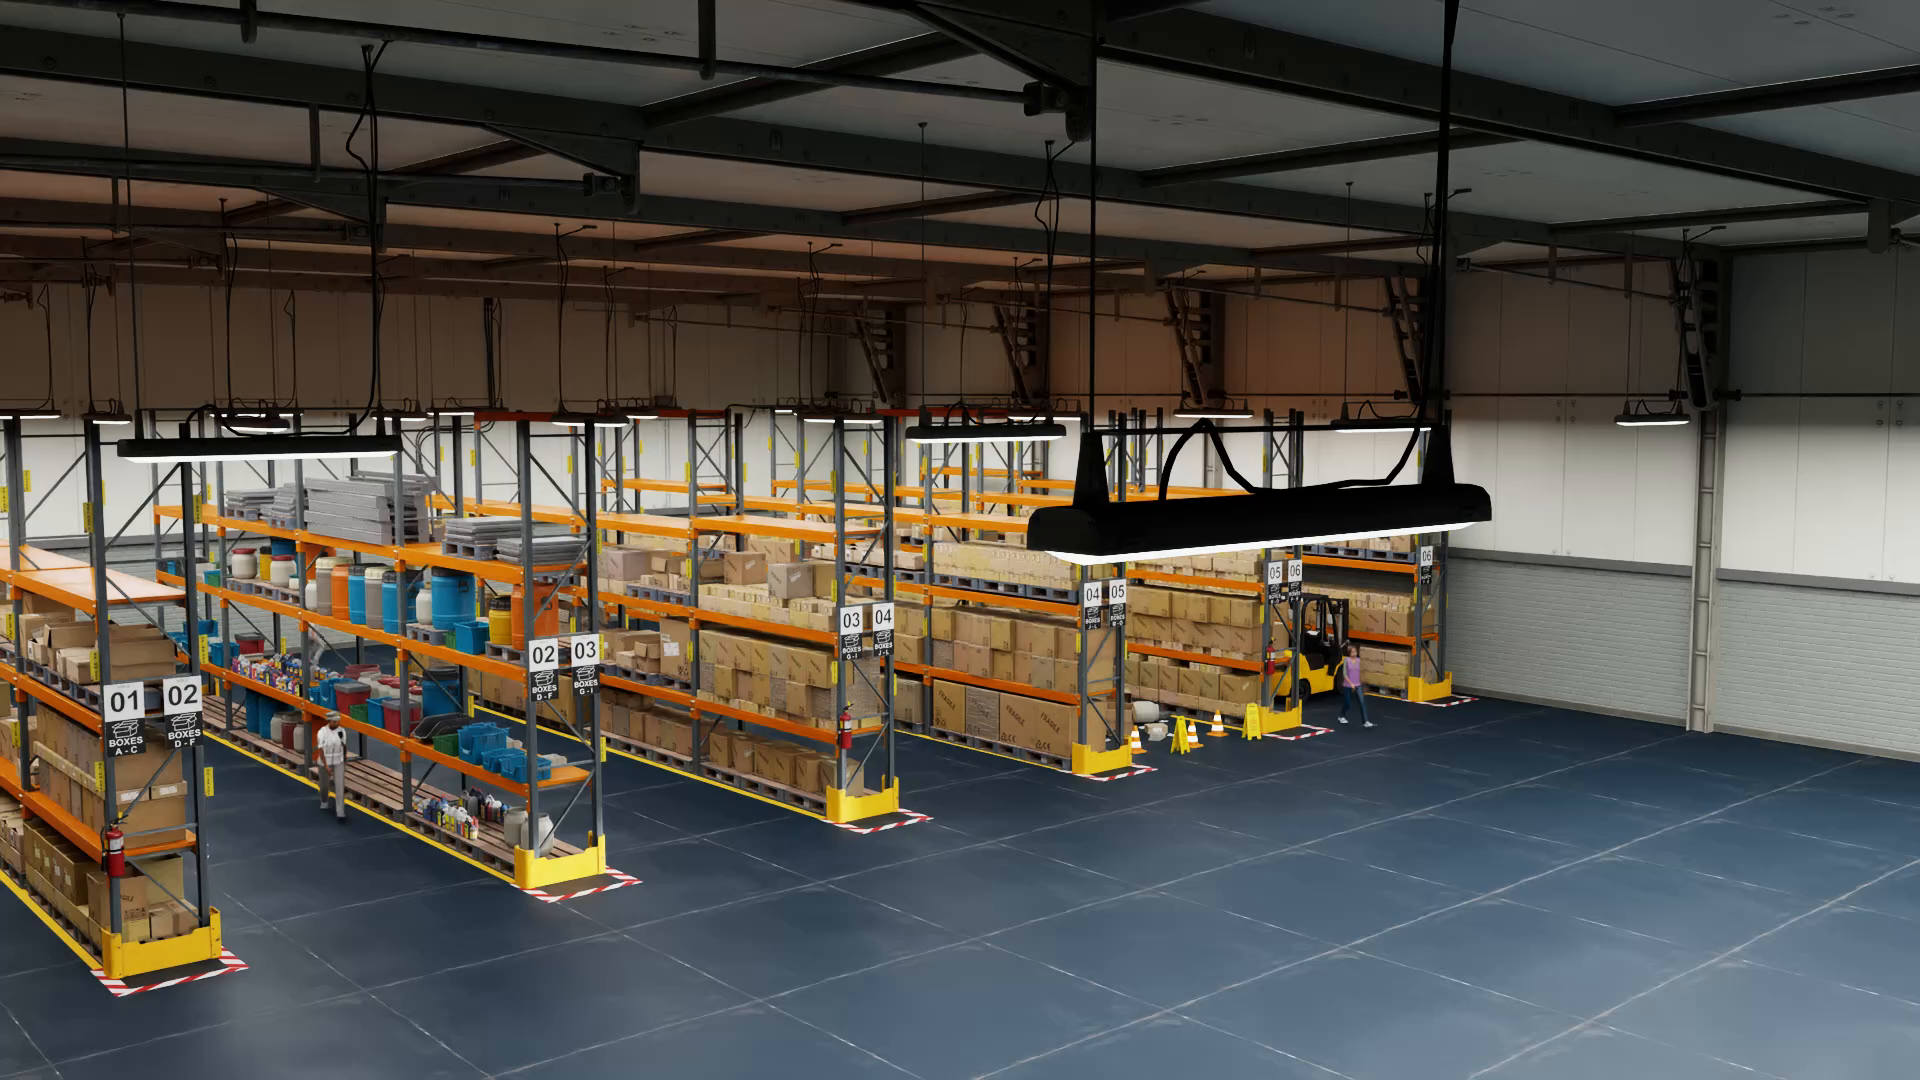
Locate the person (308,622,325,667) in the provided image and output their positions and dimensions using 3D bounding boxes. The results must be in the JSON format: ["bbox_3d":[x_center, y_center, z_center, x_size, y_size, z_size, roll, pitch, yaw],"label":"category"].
[{"bbox_3d":[-14.777,2.205,37.963,0.445,1.623,0.443,-5,7,-42],"label":"person"}]

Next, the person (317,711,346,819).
[{"bbox_3d":[-9.392,3.344,24.903,0.425,1.577,1.113,-3,6,-29],"label":"person"}]

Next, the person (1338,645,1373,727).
[{"bbox_3d":[7.534,2.777,31.689,0.518,1.554,0.744,0,5,-3],"label":"person"}]

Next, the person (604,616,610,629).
[{"bbox_3d":[-7.450,2.400,34.750,0.552,1.726,1.125,-4,6,-38],"label":"person"}]
